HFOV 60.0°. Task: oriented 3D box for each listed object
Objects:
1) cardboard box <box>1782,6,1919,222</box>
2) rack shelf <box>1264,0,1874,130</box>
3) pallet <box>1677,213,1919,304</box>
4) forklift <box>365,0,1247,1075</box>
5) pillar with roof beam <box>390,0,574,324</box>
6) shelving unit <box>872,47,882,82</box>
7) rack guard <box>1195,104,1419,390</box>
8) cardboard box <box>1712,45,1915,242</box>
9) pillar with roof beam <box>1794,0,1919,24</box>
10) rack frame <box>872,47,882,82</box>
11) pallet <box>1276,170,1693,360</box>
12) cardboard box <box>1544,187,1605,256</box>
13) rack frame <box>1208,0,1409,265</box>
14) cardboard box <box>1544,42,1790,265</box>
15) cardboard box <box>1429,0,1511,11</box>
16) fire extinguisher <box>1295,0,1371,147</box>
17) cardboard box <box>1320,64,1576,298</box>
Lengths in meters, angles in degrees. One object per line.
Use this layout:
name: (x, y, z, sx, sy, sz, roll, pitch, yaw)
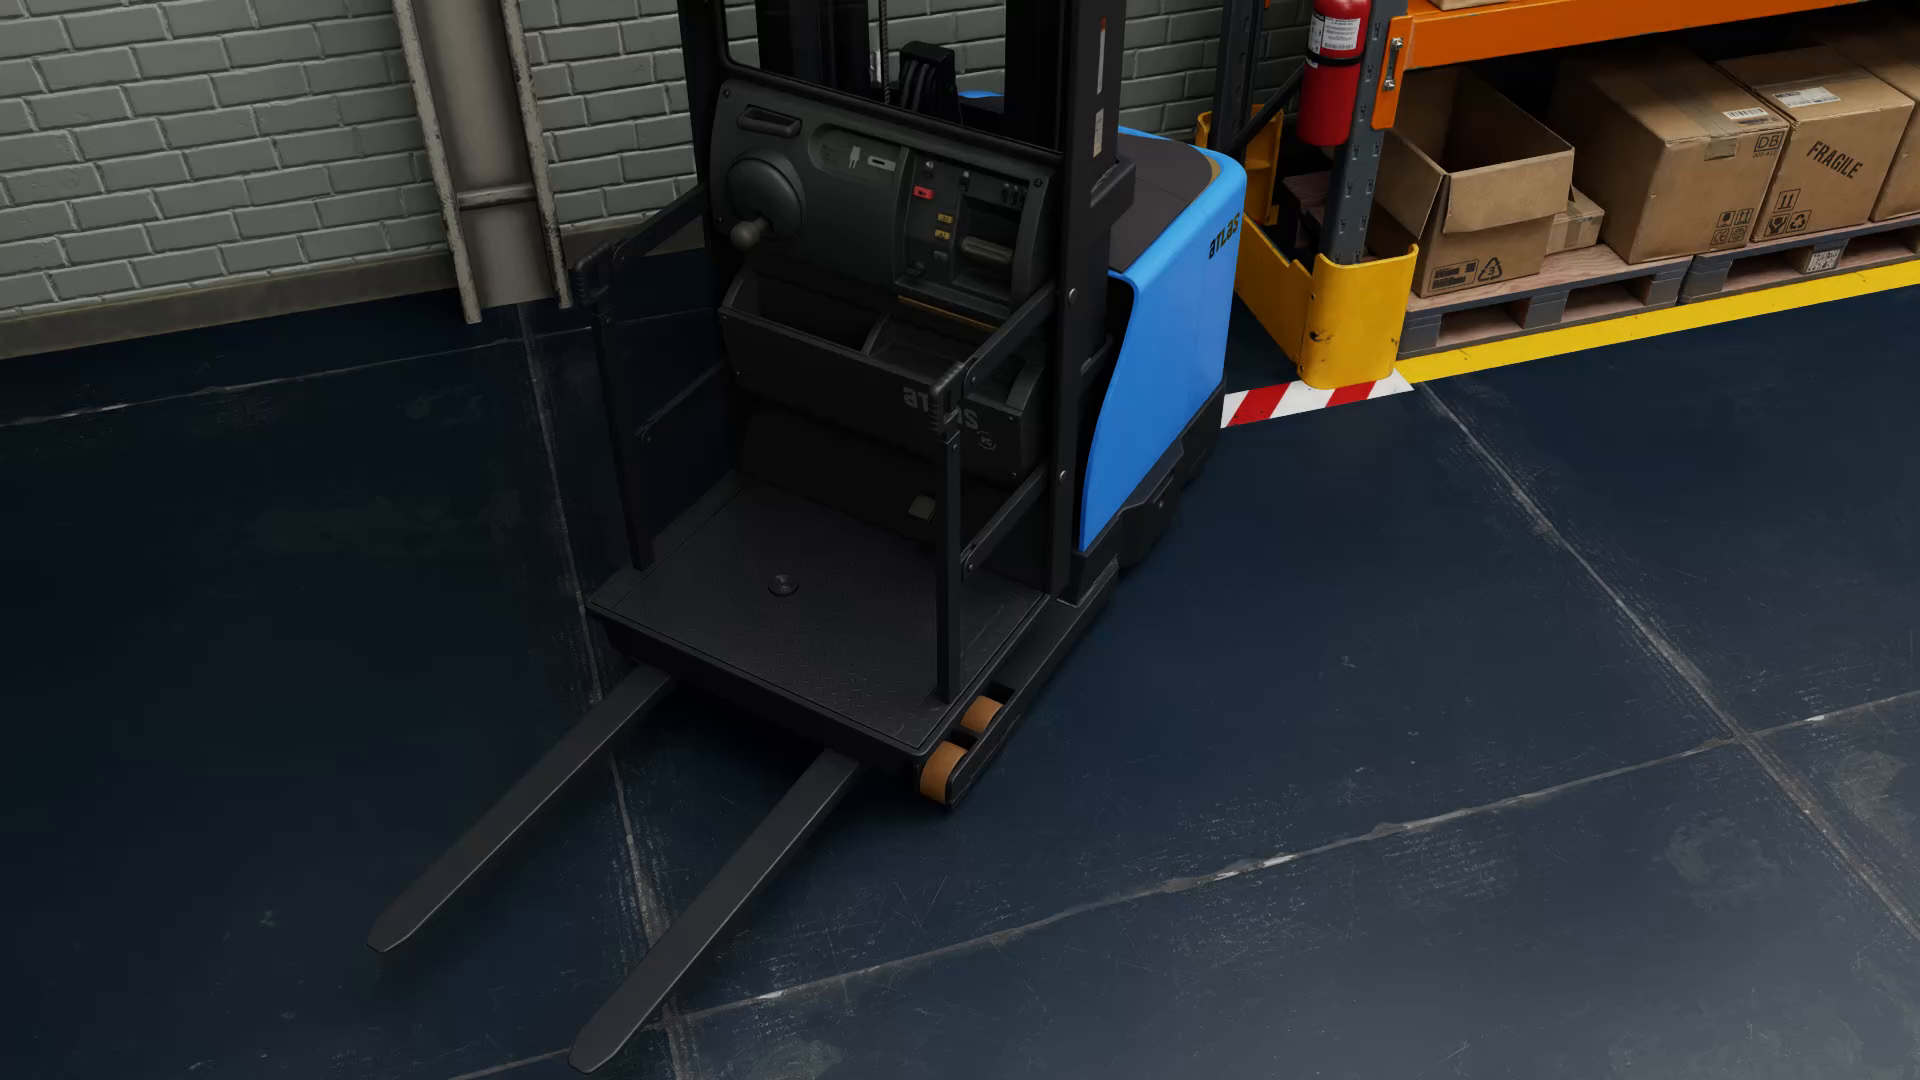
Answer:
cardboard box: (3.584, -1.661, 6.452, 0.500, 0.500, 0.700, -13, 43, -15)
rack shelf: (3.062, -2.157, 5.986, 4.000, 0.370, 1.077, -12, 42, -13)
pallet: (3.149, -1.394, 6.686, 1.213, 0.211, 1.003, -12, 42, -13)
forklift: (-0.319, -0.749, 3.880, 1.130, 2.935, 3.031, 21, 45, 23)
pillar with roof beam: (-0.395, -1.623, 0.268, 0.400, 9.000, 9.100, -12, 42, -13)
shelving unit: (-0.523, -1.066, 5.557, 0.503, 1.200, 0.258, -19, 44, -20)
rack guard: (1.227, -1.106, 6.136, 0.348, 0.500, 1.175, -12, 42, -13)
cardboard box: (3.128, -1.497, 6.264, 0.500, 0.500, 0.500, -11, 42, -12)
pillar with roof beam: (5.328, -2.809, 1.625, 0.400, 9.000, 9.100, -12, 42, -13)
rack frame: (-0.306, -1.139, 5.641, 0.015, 1.200, 0.240, -19, 44, -20)
pallet: (1.987, -1.156, 6.413, 1.213, 0.211, 1.003, -12, 42, -13)
cardboard box: (2.183, -1.238, 6.235, 0.250, 0.149, 0.380, -13, 43, -15)
rack frame: (1.155, -2.033, 5.297, 0.127, 3.000, 1.000, -12, 42, -13)
cardboard box: (2.593, -1.455, 6.217, 0.500, 0.500, 0.700, -10, 42, -11)
cardboard box: (1.550, -1.831, 5.257, 0.250, 0.149, 0.380, -12, 43, -13)
fire extinguisher: (1.153, -1.544, 5.080, 0.183, 0.674, 0.296, -12, 42, -13)
cardboard box: (1.766, -1.312, 6.050, 0.637, 0.503, 0.797, -13, 43, -15)
